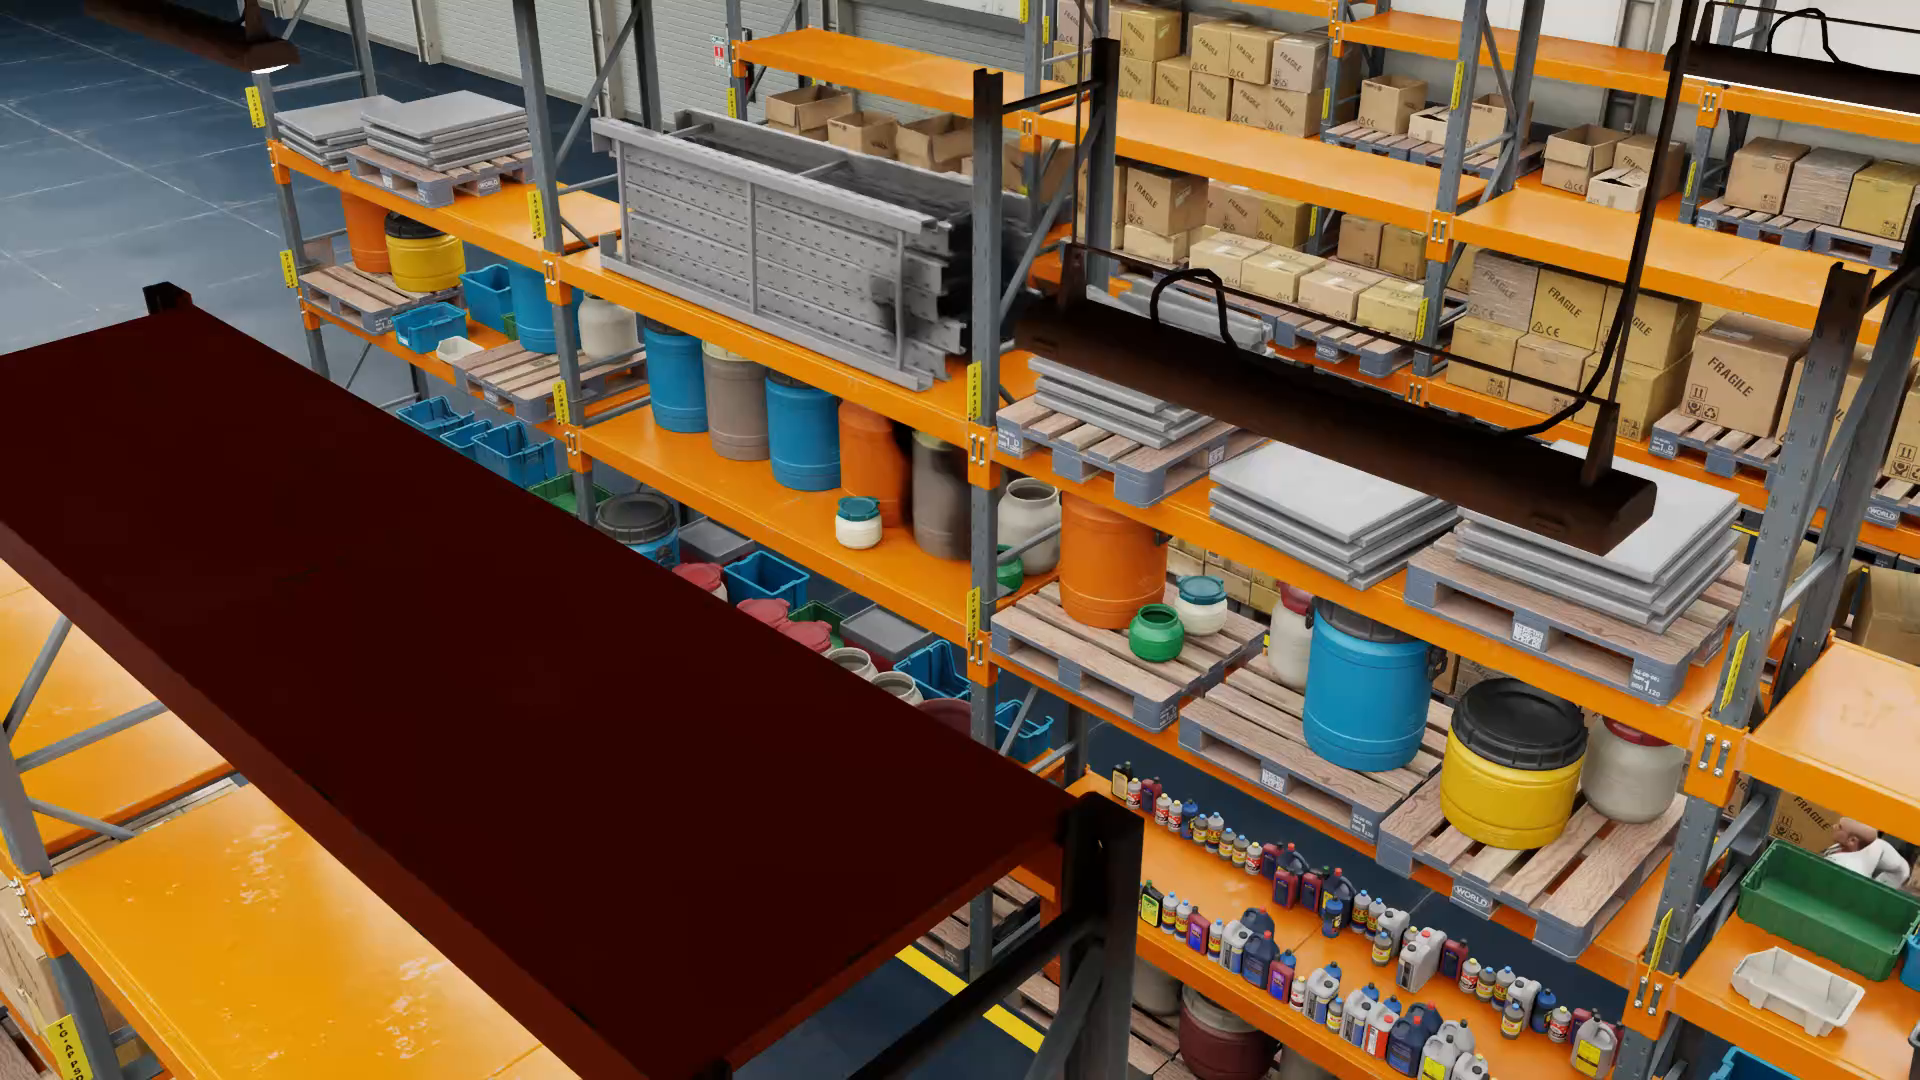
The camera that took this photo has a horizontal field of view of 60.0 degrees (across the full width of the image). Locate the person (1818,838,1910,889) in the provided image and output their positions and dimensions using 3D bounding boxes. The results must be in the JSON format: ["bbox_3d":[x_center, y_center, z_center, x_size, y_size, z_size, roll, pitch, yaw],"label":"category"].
[{"bbox_3d":[5.305,2.497,10.148,1.001,1.610,0.682,20,35,31],"label":"person"}]
